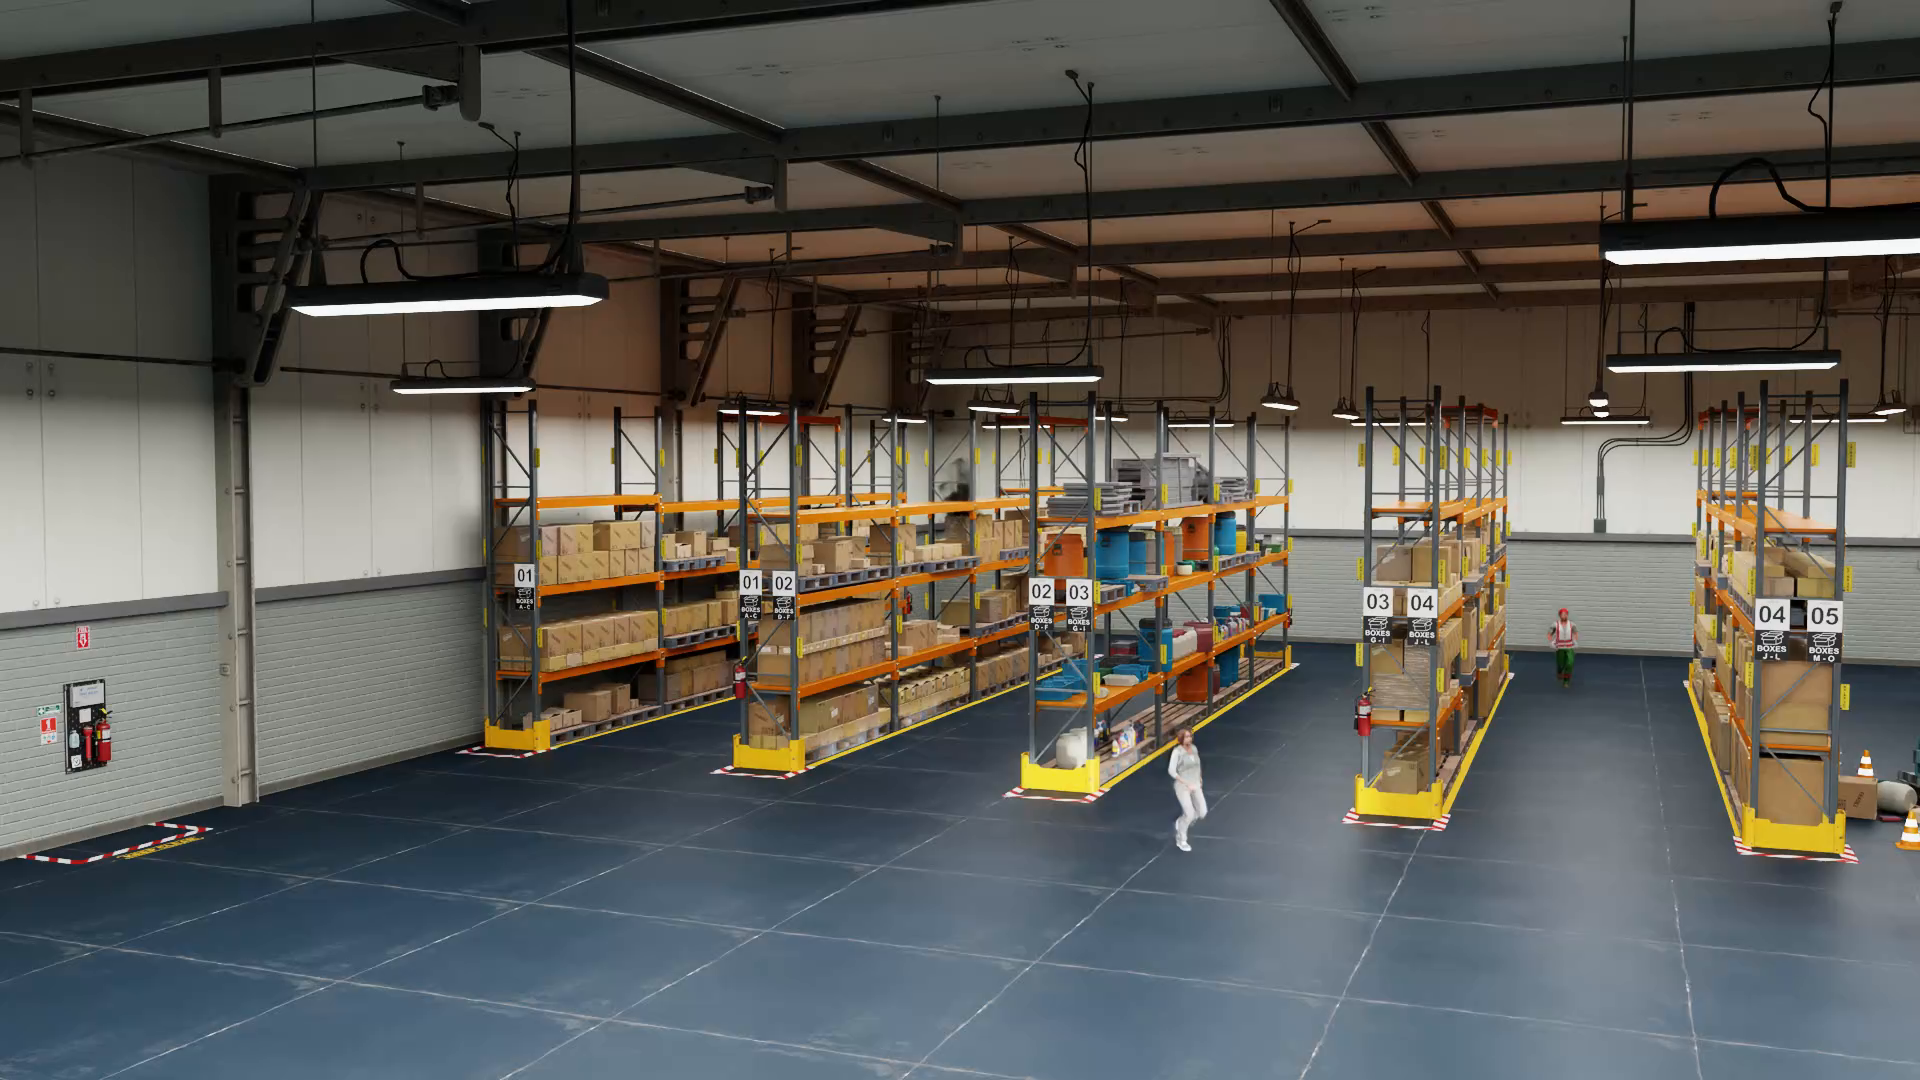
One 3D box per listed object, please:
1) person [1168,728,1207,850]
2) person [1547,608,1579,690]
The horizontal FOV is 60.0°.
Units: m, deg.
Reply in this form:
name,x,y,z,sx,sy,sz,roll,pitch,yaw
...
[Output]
name,x,y,z,sx,sy,sz,roll,pitch,yaw
person,2.914,3.182,21.240,0.548,1.559,0.484,-2,3,-33
person,13.146,2.357,36.233,0.660,1.744,0.740,0,3,9
